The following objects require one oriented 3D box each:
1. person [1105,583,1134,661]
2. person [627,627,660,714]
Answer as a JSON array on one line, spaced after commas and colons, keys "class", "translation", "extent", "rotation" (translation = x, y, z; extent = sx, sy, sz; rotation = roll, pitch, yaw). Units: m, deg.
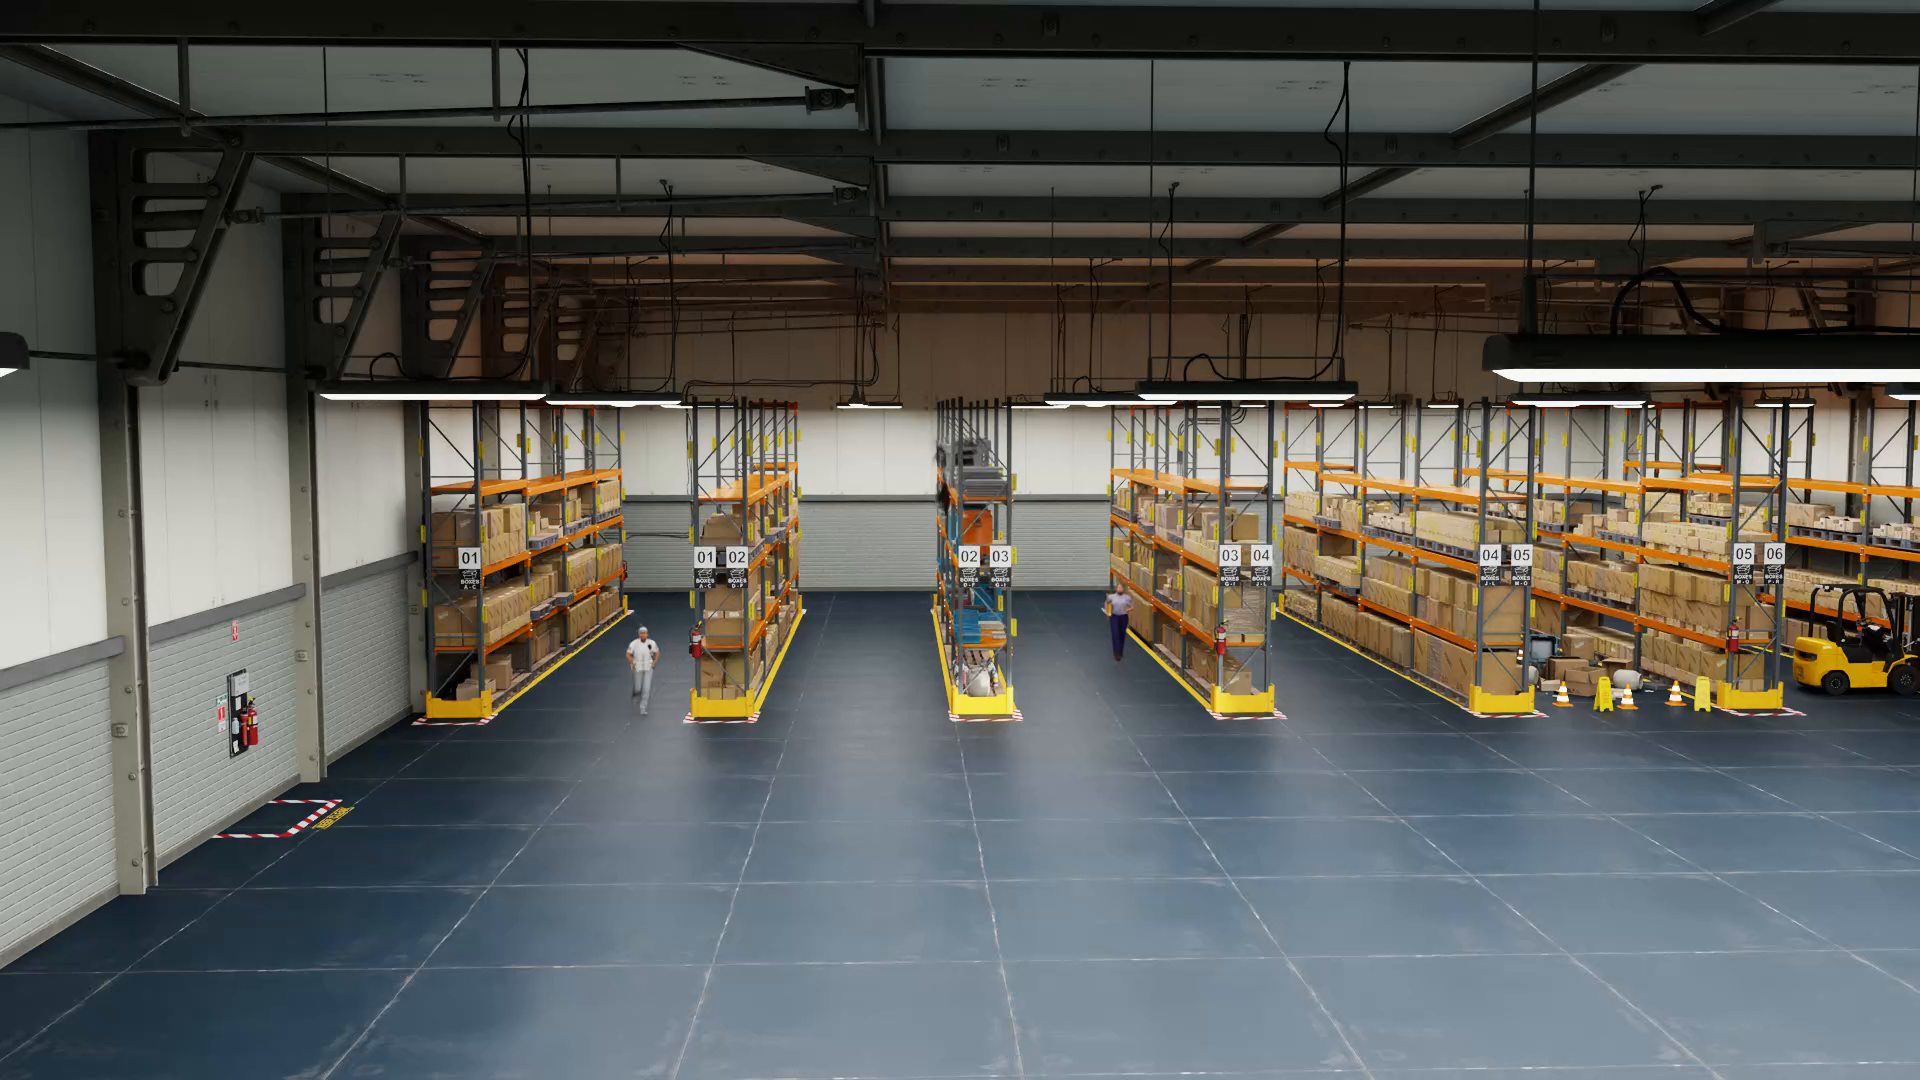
[{"class": "person", "translation": [3.498, 1.785, 36.464], "extent": [0.610, 1.690, 0.852], "rotation": [0, 4, -2]}, {"class": "person", "translation": [-6.046, 2.480, 31.774], "extent": [0.631, 1.634, 0.593], "rotation": [-1, 5, -15]}]
